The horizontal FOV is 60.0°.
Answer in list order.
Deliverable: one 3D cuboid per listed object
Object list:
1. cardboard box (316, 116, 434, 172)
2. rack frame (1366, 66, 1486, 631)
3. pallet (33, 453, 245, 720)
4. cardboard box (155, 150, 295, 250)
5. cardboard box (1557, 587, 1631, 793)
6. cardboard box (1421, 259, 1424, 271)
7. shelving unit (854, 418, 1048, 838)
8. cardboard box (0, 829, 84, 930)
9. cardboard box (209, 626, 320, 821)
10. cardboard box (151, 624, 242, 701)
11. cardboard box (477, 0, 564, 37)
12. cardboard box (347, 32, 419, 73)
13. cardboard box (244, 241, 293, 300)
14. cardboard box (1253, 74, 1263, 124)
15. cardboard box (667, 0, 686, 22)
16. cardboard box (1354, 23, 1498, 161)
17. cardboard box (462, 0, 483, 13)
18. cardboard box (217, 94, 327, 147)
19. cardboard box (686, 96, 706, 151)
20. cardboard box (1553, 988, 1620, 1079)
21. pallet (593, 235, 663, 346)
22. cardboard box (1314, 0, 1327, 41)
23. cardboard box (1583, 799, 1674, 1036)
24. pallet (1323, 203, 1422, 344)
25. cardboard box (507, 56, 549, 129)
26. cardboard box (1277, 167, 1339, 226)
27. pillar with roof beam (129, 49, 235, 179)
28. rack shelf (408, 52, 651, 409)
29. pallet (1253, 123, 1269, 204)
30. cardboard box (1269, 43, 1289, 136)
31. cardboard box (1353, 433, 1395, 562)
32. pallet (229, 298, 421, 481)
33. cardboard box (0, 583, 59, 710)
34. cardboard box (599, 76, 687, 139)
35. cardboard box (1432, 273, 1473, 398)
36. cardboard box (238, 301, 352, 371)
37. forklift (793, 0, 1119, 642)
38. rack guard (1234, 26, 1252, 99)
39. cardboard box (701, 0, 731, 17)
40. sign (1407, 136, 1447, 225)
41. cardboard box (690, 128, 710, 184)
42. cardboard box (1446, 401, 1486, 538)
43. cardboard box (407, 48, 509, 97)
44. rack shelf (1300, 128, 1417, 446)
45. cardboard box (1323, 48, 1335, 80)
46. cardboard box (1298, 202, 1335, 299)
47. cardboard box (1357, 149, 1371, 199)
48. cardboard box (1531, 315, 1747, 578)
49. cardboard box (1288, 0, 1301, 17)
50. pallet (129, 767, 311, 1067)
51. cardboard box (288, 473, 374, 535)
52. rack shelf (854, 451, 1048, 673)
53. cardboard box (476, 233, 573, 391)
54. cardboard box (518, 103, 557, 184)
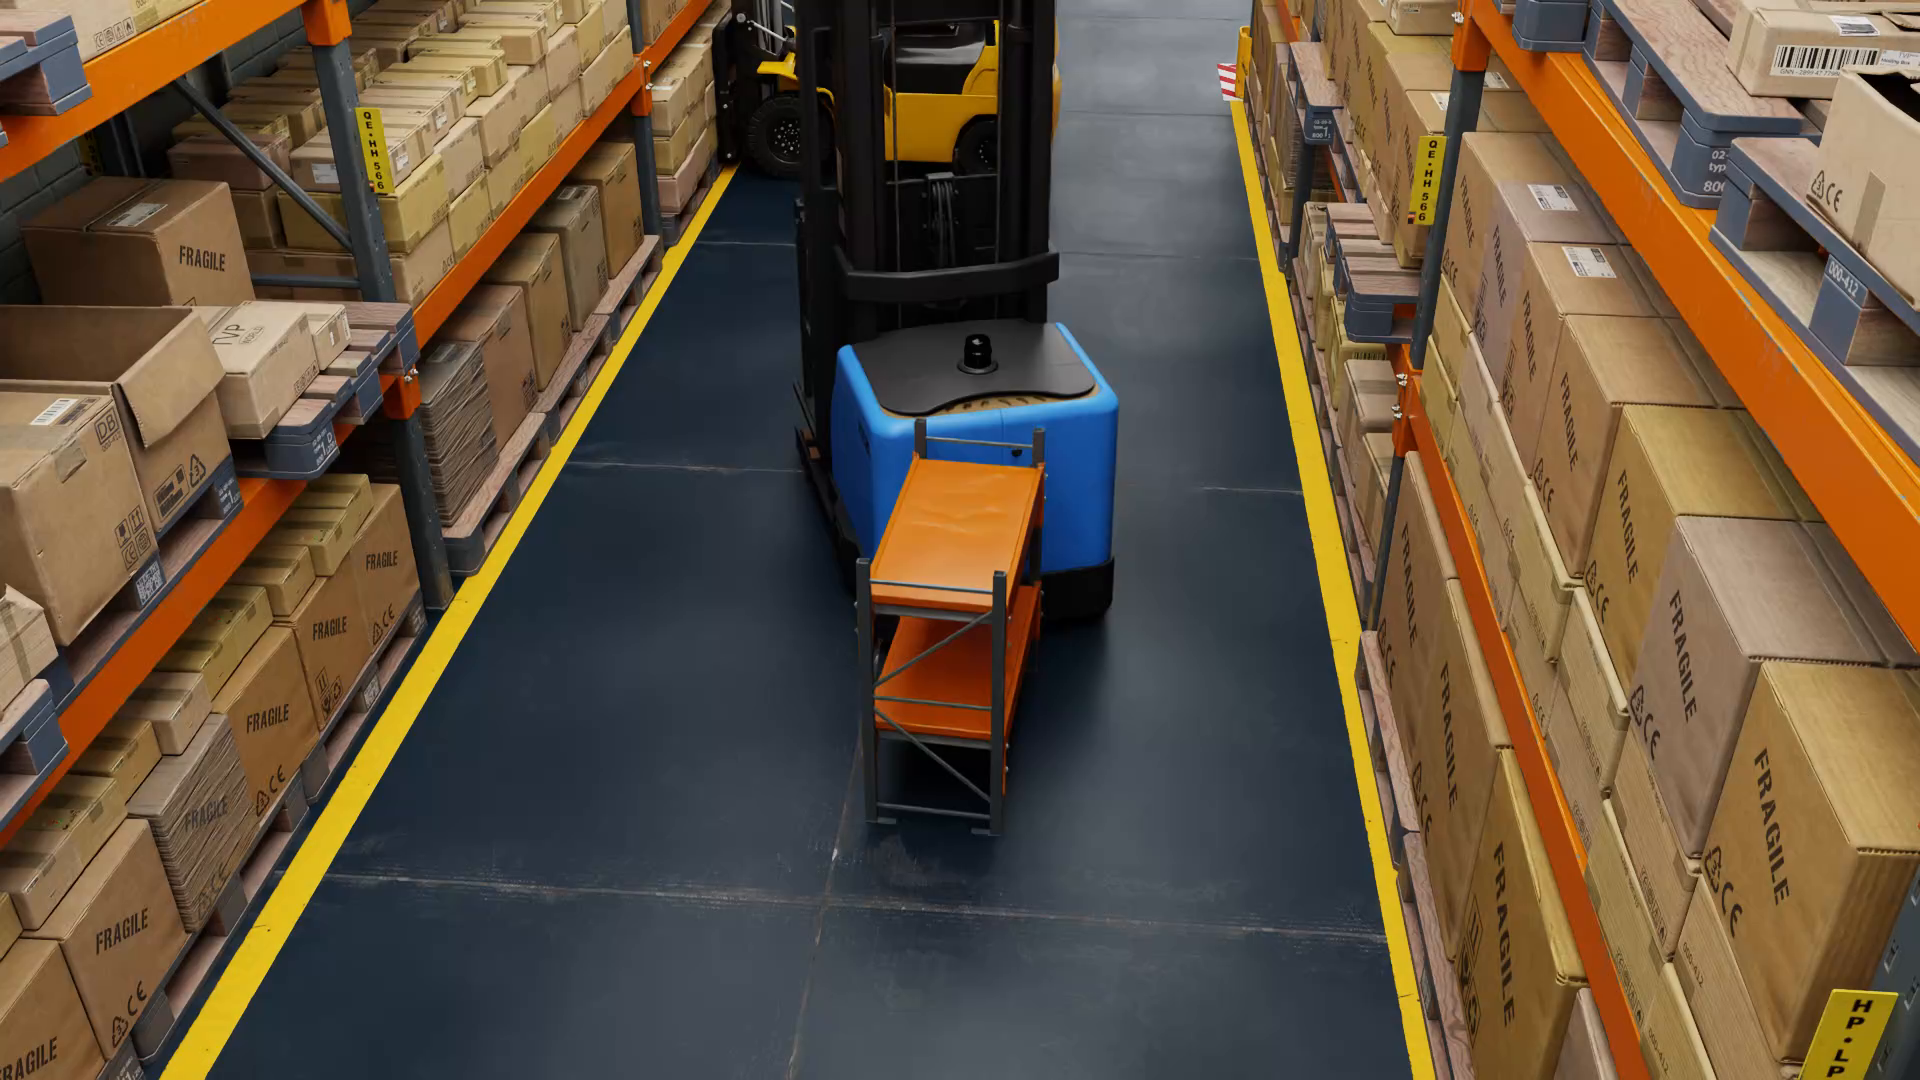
[{"bbox_3d":[-2.394,-1.628,6.819,0.380,0.149,0.250,3,32,5],"label":"cardboard box"},{"bbox_3d":[2.213,-0.805,6.198,1.000,3.000,0.127,2,32,4],"label":"rack frame"},{"bbox_3d":[-2.888,0.083,4.939,1.003,0.211,1.213,2,32,4],"label":"pallet"},{"bbox_3d":[-2.975,-1.411,6.847,0.500,0.250,0.500,3,32,5],"label":"cardboard box"},{"bbox_3d":[1.751,0.363,3.968,0.500,0.250,0.500,3,32,5],"label":"cardboard box"},{"bbox_3d":[2.006,-1.059,6.448,0.380,0.149,0.250,4,32,6],"label":"cardboard box"},{"bbox_3d":[-0.011,0.304,6.184,0.538,1.125,1.048,5,32,8],"label":"shelving unit"},{"bbox_3d":[-2.744,0.953,4.708,0.380,0.149,0.250,2,32,4],"label":"cardboard box"},{"bbox_3d":[-2.645,0.635,5.843,0.500,0.500,0.500,4,32,6],"label":"cardboard box"},{"bbox_3d":[-2.665,0.409,5.591,0.380,0.149,0.250,2,32,3],"label":"cardboard box"},{"bbox_3d":[-2.263,-2.699,8.557,0.380,0.149,0.250,2,32,3],"label":"cardboard box"},{"bbox_3d":[-2.804,-2.317,7.936,0.380,0.149,0.250,3,32,5],"label":"cardboard box"},{"bbox_3d":[-2.952,-1.198,6.977,0.500,0.250,0.500,2,32,3],"label":"cardboard box"},{"bbox_3d":[2.474,-3.320,12.499,0.500,0.250,0.500,4,32,6],"label":"cardboard box"},{"bbox_3d":[-2.086,-3.644,10.708,0.500,0.500,0.500,3,32,5],"label":"cardboard box"},{"bbox_3d":[2.044,-1.938,7.256,0.500,0.500,0.500,0,32,1],"label":"cardboard box"},{"bbox_3d":[-2.746,-2.848,8.799,0.380,0.149,0.250,2,32,4],"label":"cardboard box"},{"bbox_3d":[-2.918,-1.787,7.078,0.380,0.149,0.250,2,32,4],"label":"cardboard box"},{"bbox_3d":[-2.022,-2.831,11.229,0.500,0.250,0.500,2,32,4],"label":"cardboard box"},{"bbox_3d":[1.858,1.684,3.783,0.875,0.875,0.875,3,32,6],"label":"cardboard box"},{"bbox_3d":[-2.430,-1.533,10.037,1.003,0.211,1.213,2,32,4],"label":"pallet"},{"bbox_3d":[2.215,-3.012,9.000,0.500,0.500,0.500,3,32,5],"label":"cardboard box"},{"bbox_3d":[1.716,0.838,3.673,0.500,0.250,0.500,2,32,3],"label":"cardboard box"},{"bbox_3d":[2.165,-1.101,6.860,1.213,0.211,1.003,2,32,4],"label":"pallet"},{"bbox_3d":[-2.336,-2.189,8.109,0.500,0.250,0.500,3,32,5],"label":"cardboard box"},{"bbox_3d":[2.319,-2.226,10.723,0.500,0.250,0.500,4,32,6],"label":"cardboard box"},{"bbox_3d":[0.764,-4.106,5.835,9.100,9.000,0.400,2,32,4],"label":"pillar with roof beam"},{"bbox_3d":[-2.571,-1.755,8.425,1.077,0.370,4.000,2,32,4],"label":"rack shelf"},{"bbox_3d":[2.655,-2.702,11.934,1.003,0.211,1.213,2,32,4],"label":"pallet"},{"bbox_3d":[2.400,-3.078,11.392,0.500,0.500,0.500,4,32,7],"label":"cardboard box"},{"bbox_3d":[2.269,-0.161,7.256,0.950,0.372,0.625,0,32,1],"label":"cardboard box"},{"bbox_3d":[-2.719,-0.576,6.009,1.213,0.211,1.003,2,32,4],"label":"pallet"},{"bbox_3d":[-2.564,0.244,4.222,0.396,0.266,0.258,4,32,6],"label":"cardboard box"},{"bbox_3d":[-2.056,-2.781,10.670,0.500,0.250,0.500,2,32,3],"label":"cardboard box"},{"bbox_3d":[1.926,-0.700,5.693,0.500,0.250,0.500,2,32,4],"label":"cardboard box"},{"bbox_3d":[-2.405,-0.728,5.911,0.380,0.149,0.250,3,32,5],"label":"cardboard box"},{"bbox_3d":[-0.204,-1.586,7.529,1.130,2.935,3.031,-8,32,-12],"label":"forklift"},{"bbox_3d":[2.859,-3.885,13.577,1.175,0.500,0.348,2,32,4],"label":"rack guard"},{"bbox_3d":[-1.876,-3.847,12.401,0.500,0.250,0.500,3,32,5],"label":"cardboard box"},{"bbox_3d":[1.672,-1.283,5.945,0.100,0.325,0.005,2,32,4],"label":"sign"},{"bbox_3d":[-2.013,-2.620,11.363,0.500,0.250,0.500,2,32,3],"label":"cardboard box"},{"bbox_3d":[1.899,-0.227,5.403,0.500,0.250,0.500,2,32,3],"label":"cardboard box"},{"bbox_3d":[-2.320,-2.164,7.688,0.380,0.149,0.250,3,32,5],"label":"cardboard box"},{"bbox_3d":[2.376,-1.545,8.084,1.077,0.370,4.000,2,32,4],"label":"rack shelf"},{"bbox_3d":[2.150,-2.563,8.889,0.380,0.149,0.250,3,32,5],"label":"cardboard box"},{"bbox_3d":[2.499,-1.683,9.726,0.950,0.372,0.625,3,32,5],"label":"cardboard box"},{"bbox_3d":[1.968,-1.612,7.345,0.380,0.149,0.250,3,32,5],"label":"cardboard box"},{"bbox_3d":[1.797,-0.233,4.220,0.500,0.500,0.500,3,32,5],"label":"cardboard box"},{"bbox_3d":[2.341,-3.503,10.814,0.380,0.149,0.250,2,32,3],"label":"cardboard box"},{"bbox_3d":[-2.935,1.197,5.607,1.003,0.211,1.213,2,32,4],"label":"pallet"},{"bbox_3d":[-2.522,-0.137,6.478,0.380,0.149,0.250,1,32,2],"label":"cardboard box"},{"bbox_3d":[-0.011,0.055,6.031,0.538,0.278,1.000,5,32,8],"label":"rack shelf"},{"bbox_3d":[-2.570,-1.203,8.706,0.875,0.625,0.625,1,32,2],"label":"cardboard box"},{"bbox_3d":[-2.330,-1.977,8.242,0.500,0.250,0.500,3,32,6],"label":"cardboard box"}]
